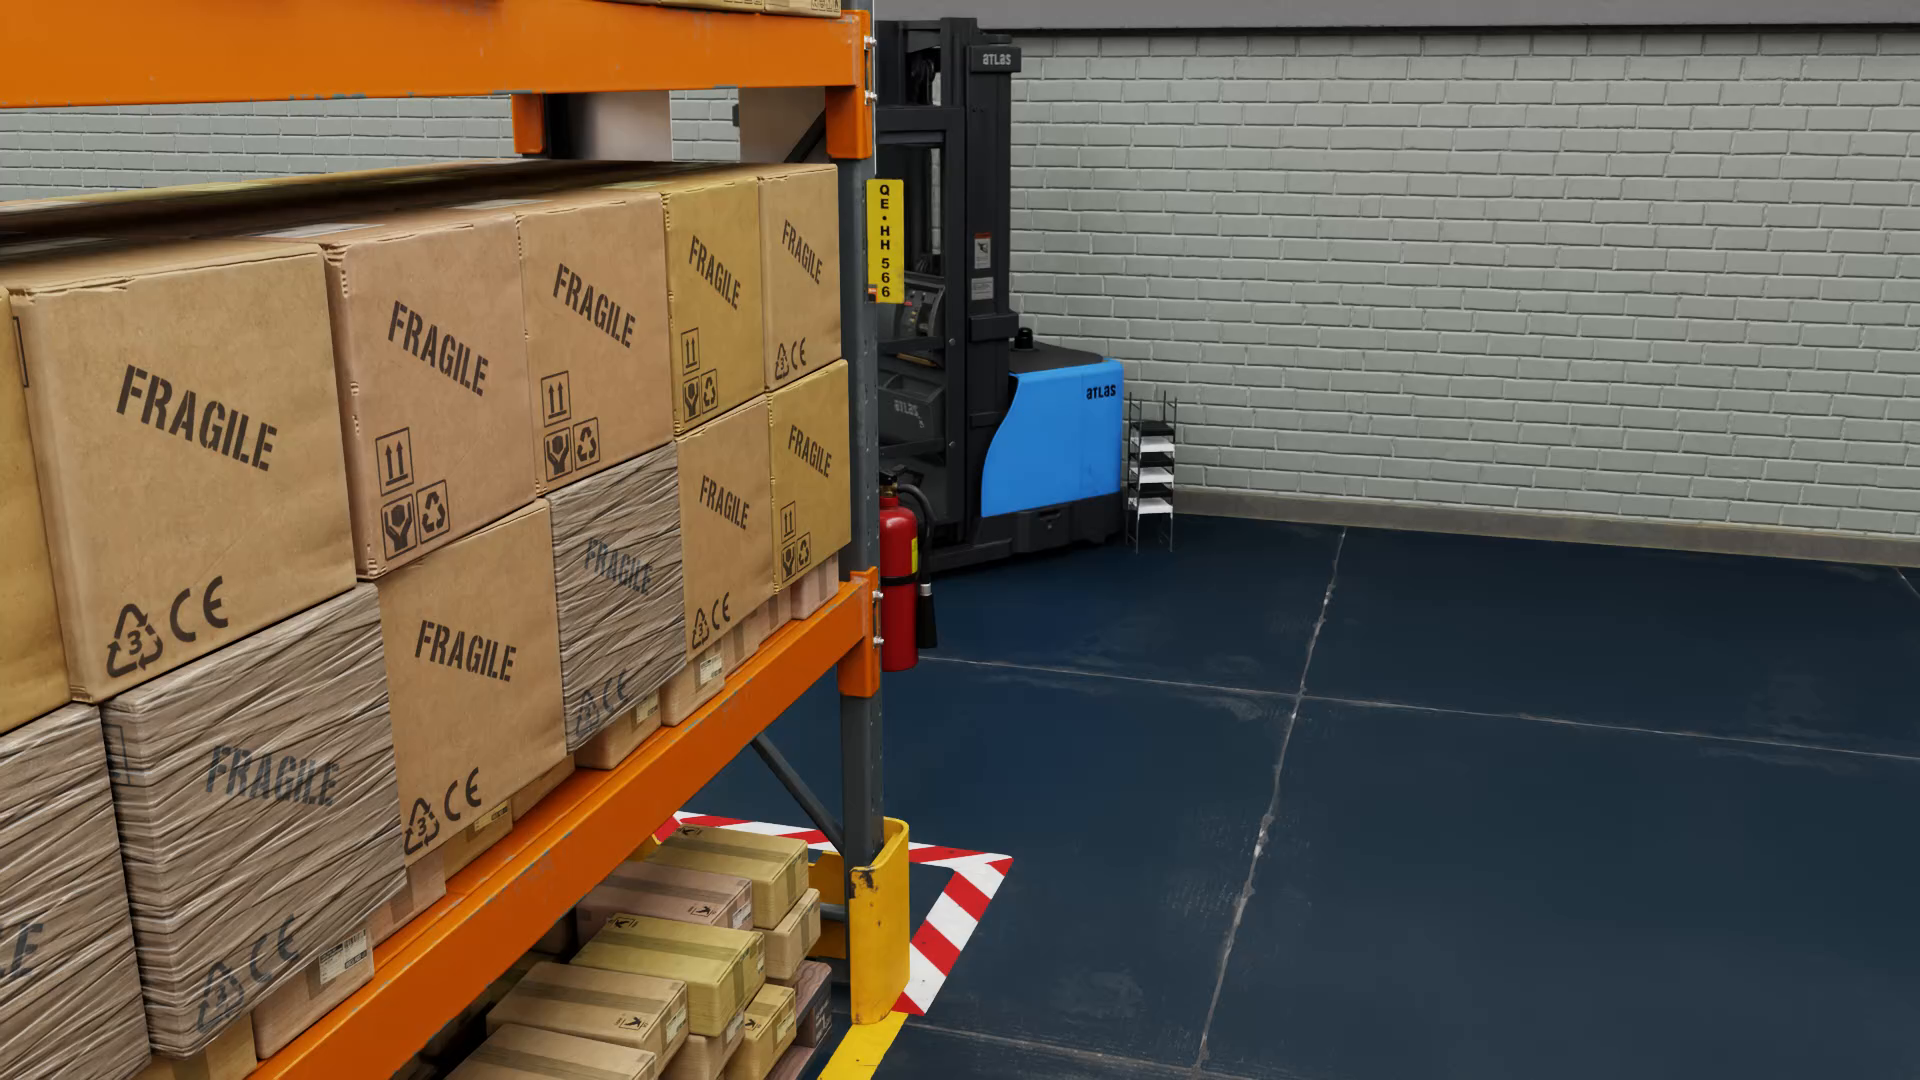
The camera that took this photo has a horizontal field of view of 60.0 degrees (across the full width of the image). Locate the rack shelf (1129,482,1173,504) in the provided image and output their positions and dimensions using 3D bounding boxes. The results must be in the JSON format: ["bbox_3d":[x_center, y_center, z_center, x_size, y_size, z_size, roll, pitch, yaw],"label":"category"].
[{"bbox_3d":[1.096,-0.273,9.595,0.200,0.077,0.258,-3,16,-9],"label":"rack shelf"}]

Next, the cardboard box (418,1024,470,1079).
[{"bbox_3d":[-1.413,1.205,3.993,0.380,0.149,0.250,5,17,18],"label":"cardboard box"}]

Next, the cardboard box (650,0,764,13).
[{"bbox_3d":[-0.738,-1.233,3.456,0.500,0.250,0.500,5,16,16],"label":"cardboard box"}]

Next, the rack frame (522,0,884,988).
[{"bbox_3d":[-0.725,-0.135,4.809,1.000,3.000,0.127,5,16,16],"label":"rack frame"}]

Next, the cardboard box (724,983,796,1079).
[{"bbox_3d":[-0.650,1.263,4.334,0.380,0.149,0.250,5,17,18],"label":"cardboard box"}]

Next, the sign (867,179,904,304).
[{"bbox_3d":[-0.198,-0.796,4.438,0.100,0.325,0.005,5,16,16],"label":"sign"}]

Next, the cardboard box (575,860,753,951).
[{"bbox_3d":[-0.759,0.967,4.286,0.380,0.149,0.250,5,17,17],"label":"cardboard box"}]

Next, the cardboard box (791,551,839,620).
[{"bbox_3d":[-0.546,0.093,4.466,0.380,0.149,0.250,5,16,16],"label":"cardboard box"}]

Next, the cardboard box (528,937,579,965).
[{"bbox_3d":[-1.252,1.076,4.450,0.380,0.149,0.250,5,16,16],"label":"cardboard box"}]

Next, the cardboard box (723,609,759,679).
[{"bbox_3d":[-0.710,0.222,4.011,0.380,0.149,0.250,4,16,15],"label":"cardboard box"}]

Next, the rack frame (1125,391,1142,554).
[{"bbox_3d":[0.996,-0.387,9.545,0.006,0.900,0.240,-3,16,-9],"label":"rack frame"}]

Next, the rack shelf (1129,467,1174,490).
[{"bbox_3d":[1.096,-0.360,9.571,0.200,0.077,0.258,-3,16,-9],"label":"rack shelf"}]

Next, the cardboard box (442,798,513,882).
[{"bbox_3d":[-1.057,0.494,3.052,0.380,0.149,0.250,5,17,17],"label":"cardboard box"}]

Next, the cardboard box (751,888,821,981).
[{"bbox_3d":[-0.601,1.051,4.536,0.380,0.149,0.250,4,16,14],"label":"cardboard box"}]

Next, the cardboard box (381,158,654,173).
[{"bbox_3d":[-1.107,-0.711,4.277,0.500,0.500,0.500,5,16,16],"label":"cardboard box"}]

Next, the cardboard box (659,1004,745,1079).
[{"bbox_3d":[-0.747,1.187,4.056,0.380,0.149,0.250,4,16,14],"label":"cardboard box"}]

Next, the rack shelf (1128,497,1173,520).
[{"bbox_3d":[1.096,-0.187,9.620,0.200,0.077,0.258,-3,16,-9],"label":"rack shelf"}]

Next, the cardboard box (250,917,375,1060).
[{"bbox_3d":[-1.140,0.635,2.554,0.380,0.149,0.250,5,17,18],"label":"cardboard box"}]

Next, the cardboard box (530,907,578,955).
[{"bbox_3d":[-1.162,0.940,4.382,0.380,0.149,0.250,5,17,17],"label":"cardboard box"}]

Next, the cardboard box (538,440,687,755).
[{"bbox_3d":[-0.892,0.079,3.326,0.500,0.500,0.500,5,16,16],"label":"cardboard box"}]

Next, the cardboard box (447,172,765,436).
[{"bbox_3d":[-0.760,-0.536,3.661,0.500,0.500,0.500,4,16,14],"label":"cardboard box"}]

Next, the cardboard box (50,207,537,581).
[{"bbox_3d":[-1.047,-0.261,2.690,0.500,0.500,0.500,4,16,14],"label":"cardboard box"}]

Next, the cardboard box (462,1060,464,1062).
[{"bbox_3d":[-1.418,1.345,4.045,0.380,0.149,0.250,5,17,17],"label":"cardboard box"}]

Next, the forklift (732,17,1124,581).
[{"bbox_3d":[-0.542,-1.276,8.957,3.031,2.935,1.130,-11,19,-34],"label":"forklift"}]

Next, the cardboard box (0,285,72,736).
[{"bbox_3d":[-1.367,0.003,1.761,0.500,0.500,0.500,4,16,14],"label":"cardboard box"}]

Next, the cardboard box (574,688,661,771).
[{"bbox_3d":[-0.863,0.357,3.534,0.380,0.149,0.250,4,16,13],"label":"cardboard box"}]

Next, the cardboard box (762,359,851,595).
[{"bbox_3d":[-0.606,-0.189,4.270,0.500,0.500,0.500,5,17,17],"label":"cardboard box"}]

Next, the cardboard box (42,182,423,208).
[{"bbox_3d":[-1.413,-0.444,3.336,0.500,0.500,0.500,4,16,15],"label":"cardboard box"}]

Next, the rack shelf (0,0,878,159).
[{"bbox_3d":[-1.293,-0.709,2.653,1.077,0.370,4.000,5,16,16],"label":"rack shelf"}]

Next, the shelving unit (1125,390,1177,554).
[{"bbox_3d":[1.096,-0.392,9.562,0.210,0.900,0.258,-3,16,-9],"label":"shelving unit"}]

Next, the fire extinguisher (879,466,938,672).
[{"bbox_3d":[-0.211,0.051,4.977,0.296,0.674,0.183,5,16,16],"label":"fire extinguisher"}]

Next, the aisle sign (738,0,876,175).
[{"bbox_3d":[-0.416,-1.382,4.440,0.394,0.787,0.004,5,16,16],"label":"aisle sign"}]

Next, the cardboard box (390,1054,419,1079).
[{"bbox_3d":[-1.436,1.139,3.680,0.380,0.149,0.250,5,17,18],"label":"cardboard box"}]

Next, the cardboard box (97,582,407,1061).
[{"bbox_3d":[-1.168,0.351,2.367,0.500,0.500,0.500,4,16,15],"label":"cardboard box"}]

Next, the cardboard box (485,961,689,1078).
[{"bbox_3d":[-0.845,1.108,3.791,0.380,0.149,0.250,4,16,14],"label":"cardboard box"}]

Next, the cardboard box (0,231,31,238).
[{"bbox_3d":[-1.686,-0.173,2.383,0.500,0.500,0.500,5,17,17],"label":"cardboard box"}]
